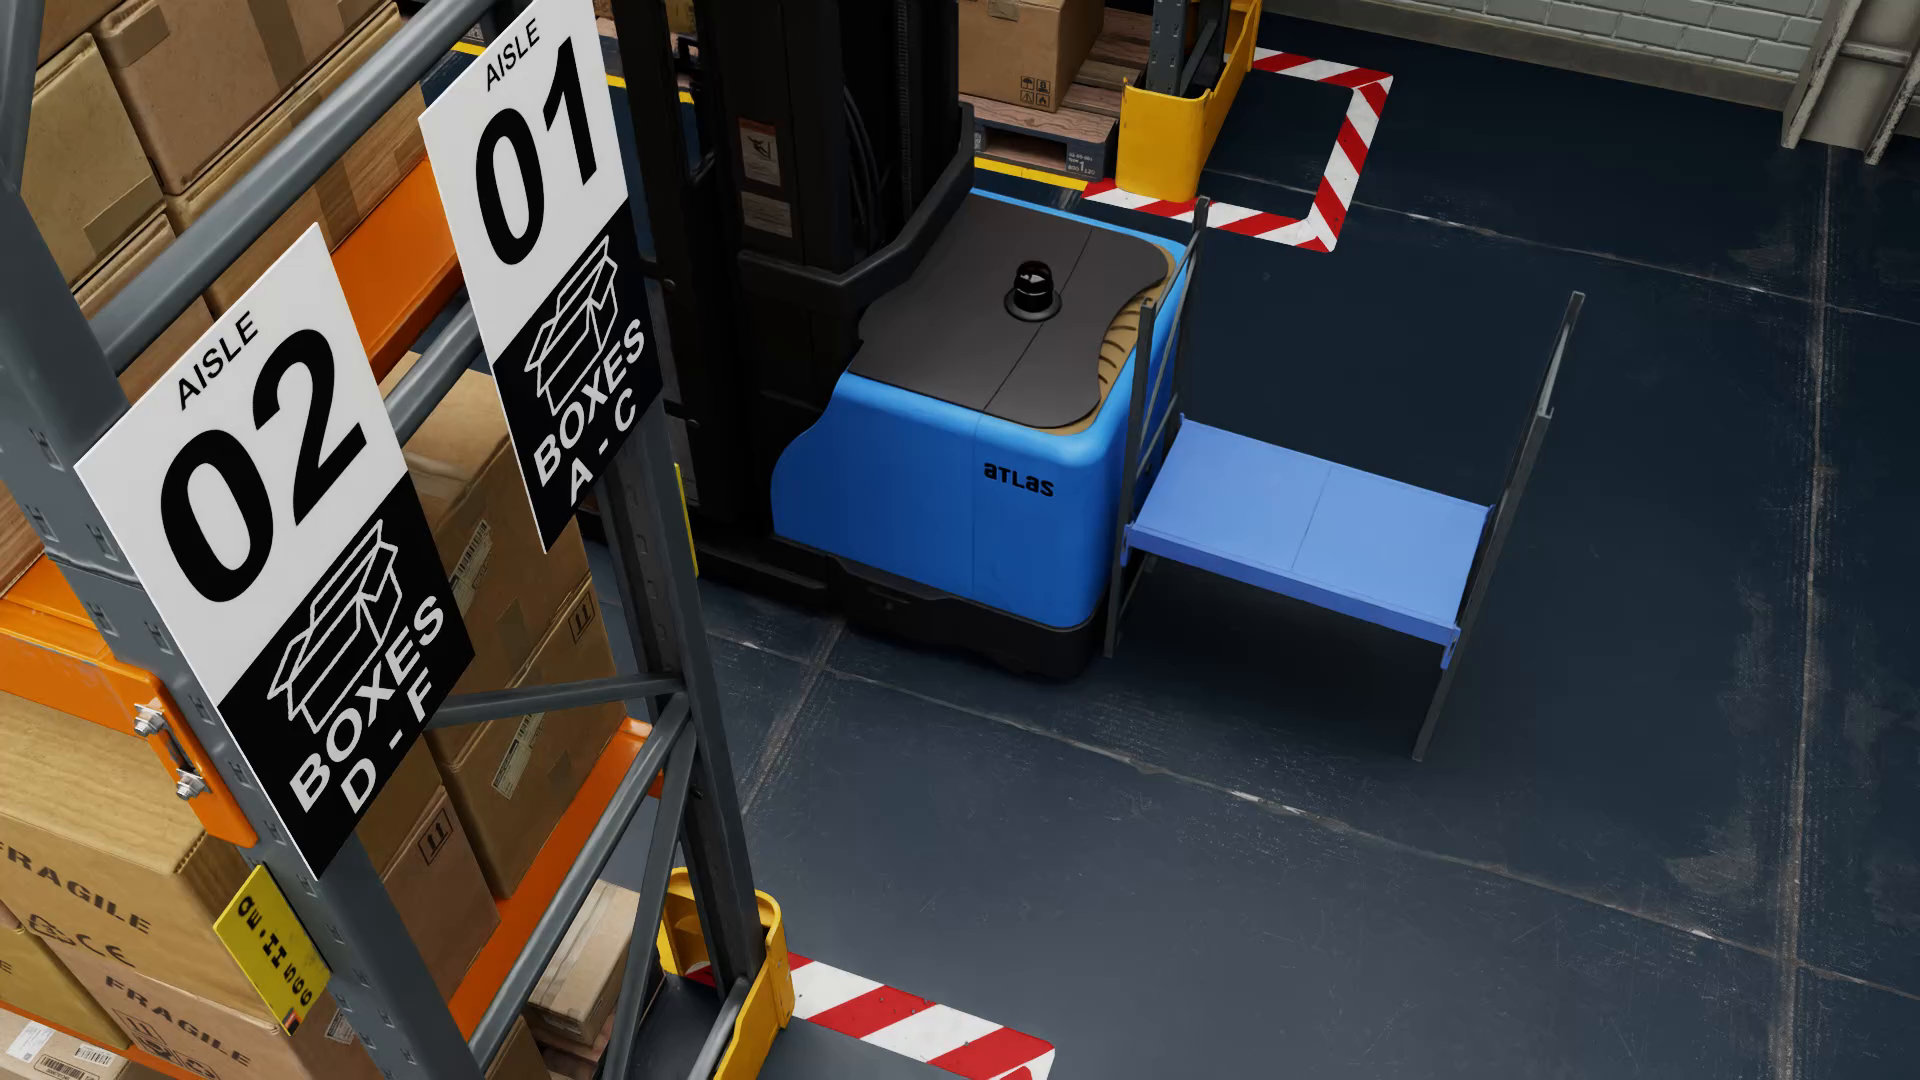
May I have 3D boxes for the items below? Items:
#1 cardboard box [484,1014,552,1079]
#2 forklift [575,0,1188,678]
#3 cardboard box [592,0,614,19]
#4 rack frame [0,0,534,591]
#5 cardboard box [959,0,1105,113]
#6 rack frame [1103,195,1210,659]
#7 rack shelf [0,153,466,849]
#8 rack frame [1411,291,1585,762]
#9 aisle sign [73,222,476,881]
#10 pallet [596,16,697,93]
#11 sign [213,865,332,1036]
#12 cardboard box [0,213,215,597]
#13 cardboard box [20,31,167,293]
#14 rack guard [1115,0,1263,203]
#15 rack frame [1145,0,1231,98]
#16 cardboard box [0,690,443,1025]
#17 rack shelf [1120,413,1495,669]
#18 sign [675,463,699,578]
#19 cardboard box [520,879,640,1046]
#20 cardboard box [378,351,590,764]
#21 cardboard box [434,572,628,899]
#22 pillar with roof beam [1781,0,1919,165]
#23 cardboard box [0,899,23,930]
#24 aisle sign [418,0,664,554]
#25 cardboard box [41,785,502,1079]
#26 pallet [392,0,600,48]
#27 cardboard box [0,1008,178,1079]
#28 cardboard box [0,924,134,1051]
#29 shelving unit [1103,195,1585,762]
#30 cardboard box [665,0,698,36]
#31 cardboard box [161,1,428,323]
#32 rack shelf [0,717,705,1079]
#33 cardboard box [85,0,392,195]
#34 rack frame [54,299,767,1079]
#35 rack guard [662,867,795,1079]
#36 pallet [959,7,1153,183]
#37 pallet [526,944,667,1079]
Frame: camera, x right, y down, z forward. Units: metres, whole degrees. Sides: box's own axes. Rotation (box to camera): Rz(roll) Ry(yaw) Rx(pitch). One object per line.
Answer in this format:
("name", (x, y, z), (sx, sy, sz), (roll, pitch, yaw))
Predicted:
("cardboard box", (-1.328, 1.372, 3.939), (0.500, 0.500, 0.500), (16, 51, 13))
("forklift", (-0.811, -1.266, 4.907), (3.031, 2.935, 1.130), (18, 51, 15))
("cardboard box", (-1.636, -2.811, 7.578), (0.500, 0.500, 0.700), (15, 51, 13))
("rack frame", (-0.733, -1.299, 0.921), (0.127, 3.000, 1.000), (16, 51, 13))
("cardboard box", (0.289, -2.278, 7.116), (0.500, 0.500, 0.700), (16, 51, 13))
("rack frame", (0.578, -0.283, 5.002), (0.032, 1.500, 0.500), (18, 51, 15))
("rack shelf", (-2.609, -0.605, 2.781), (4.000, 0.370, 1.077), (16, 51, 13))
("rack frame", (1.512, 0.020, 4.740), (0.032, 1.500, 0.500), (18, 51, 15))
("aisle sign", (-0.775, 0.049, 2.002), (0.004, 0.787, 0.394), (16, 51, 13))
("pallet", (-0.937, -2.408, 7.698), (1.213, 0.211, 1.003), (16, 51, 13))
("sign", (-0.944, 0.571, 2.295), (0.005, 0.325, 0.100), (16, 51, 13))
("cardboard box", (-1.306, -0.216, 2.066), (0.500, 0.250, 0.500), (16, 51, 13))
("cardboard box", (-1.303, -0.385, 1.883), (0.500, 0.250, 0.500), (16, 51, 13))
("rack guard", (1.003, -2.022, 7.172), (0.348, 0.500, 1.175), (16, 51, 13))
("rack frame", (0.980, -2.847, 6.233), (0.127, 3.000, 1.000), (16, 51, 13))
("cardboard box", (-1.246, 0.384, 2.705), (0.500, 0.500, 0.500), (15, 51, 13))
("rack shelf", (1.045, -0.013, 5.007), (1.000, 0.185, 0.538), (18, 51, 15))
("sign", (-0.545, -0.003, 3.195), (0.005, 0.325, 0.100), (16, 51, 13))
("cardboard box", (-1.006, 1.102, 4.406), (0.250, 0.149, 0.380), (16, 51, 13))
("cardboard box", (-1.058, 0.002, 3.035), (0.500, 0.500, 0.500), (17, 51, 14))
("cardboard box", (-1.058, 0.330, 3.413), (0.500, 0.500, 0.500), (17, 51, 14))
("pillar with roof beam", (2.321, -1.666, 1.239), (0.400, 9.000, 9.100), (16, 51, 13))
("cardboard box", (-1.720, 0.252, 2.819), (0.500, 0.500, 0.500), (17, 51, 14))
("aisle sign", (-0.567, -0.376, 2.371), (0.004, 0.787, 0.394), (16, 51, 13))
("cardboard box", (-1.247, 0.708, 3.085), (0.500, 0.500, 0.500), (17, 51, 14))
("pallet", (-2.086, -2.727, 7.973), (1.213, 0.211, 1.003), (16, 51, 13))
("cardboard box", (-2.209, 1.184, 4.267), (0.500, 0.250, 0.500), (16, 51, 13))
("cardboard box", (-1.735, 0.575, 3.201), (0.500, 0.500, 0.500), (16, 51, 13))
("shelving unit", (1.045, -0.131, 4.871), (1.048, 1.500, 0.538), (18, 51, 15))
("cardboard box", (-1.155, -2.675, 7.460), (0.500, 0.500, 0.700), (17, 51, 14))
("cardboard box", (-1.127, -0.583, 2.384), (0.500, 0.250, 0.500), (16, 51, 13))
("rack shelf", (-2.609, 0.377, 3.914), (4.000, 0.370, 1.077), (16, 51, 13))
("cardboard box", (-1.124, -0.751, 2.199), (0.500, 0.250, 0.500), (16, 51, 13))
("rack frame", (-0.733, 0.665, 3.188), (0.127, 3.000, 1.000), (16, 51, 13))
("rack guard", (-0.804, 1.464, 4.150), (0.348, 0.500, 1.175), (16, 51, 13))
("pallet", (0.203, -2.088, 7.420), (1.213, 0.211, 1.003), (16, 51, 13))
("pallet", (-1.552, 1.351, 4.440), (1.213, 0.211, 1.003), (16, 51, 13))
